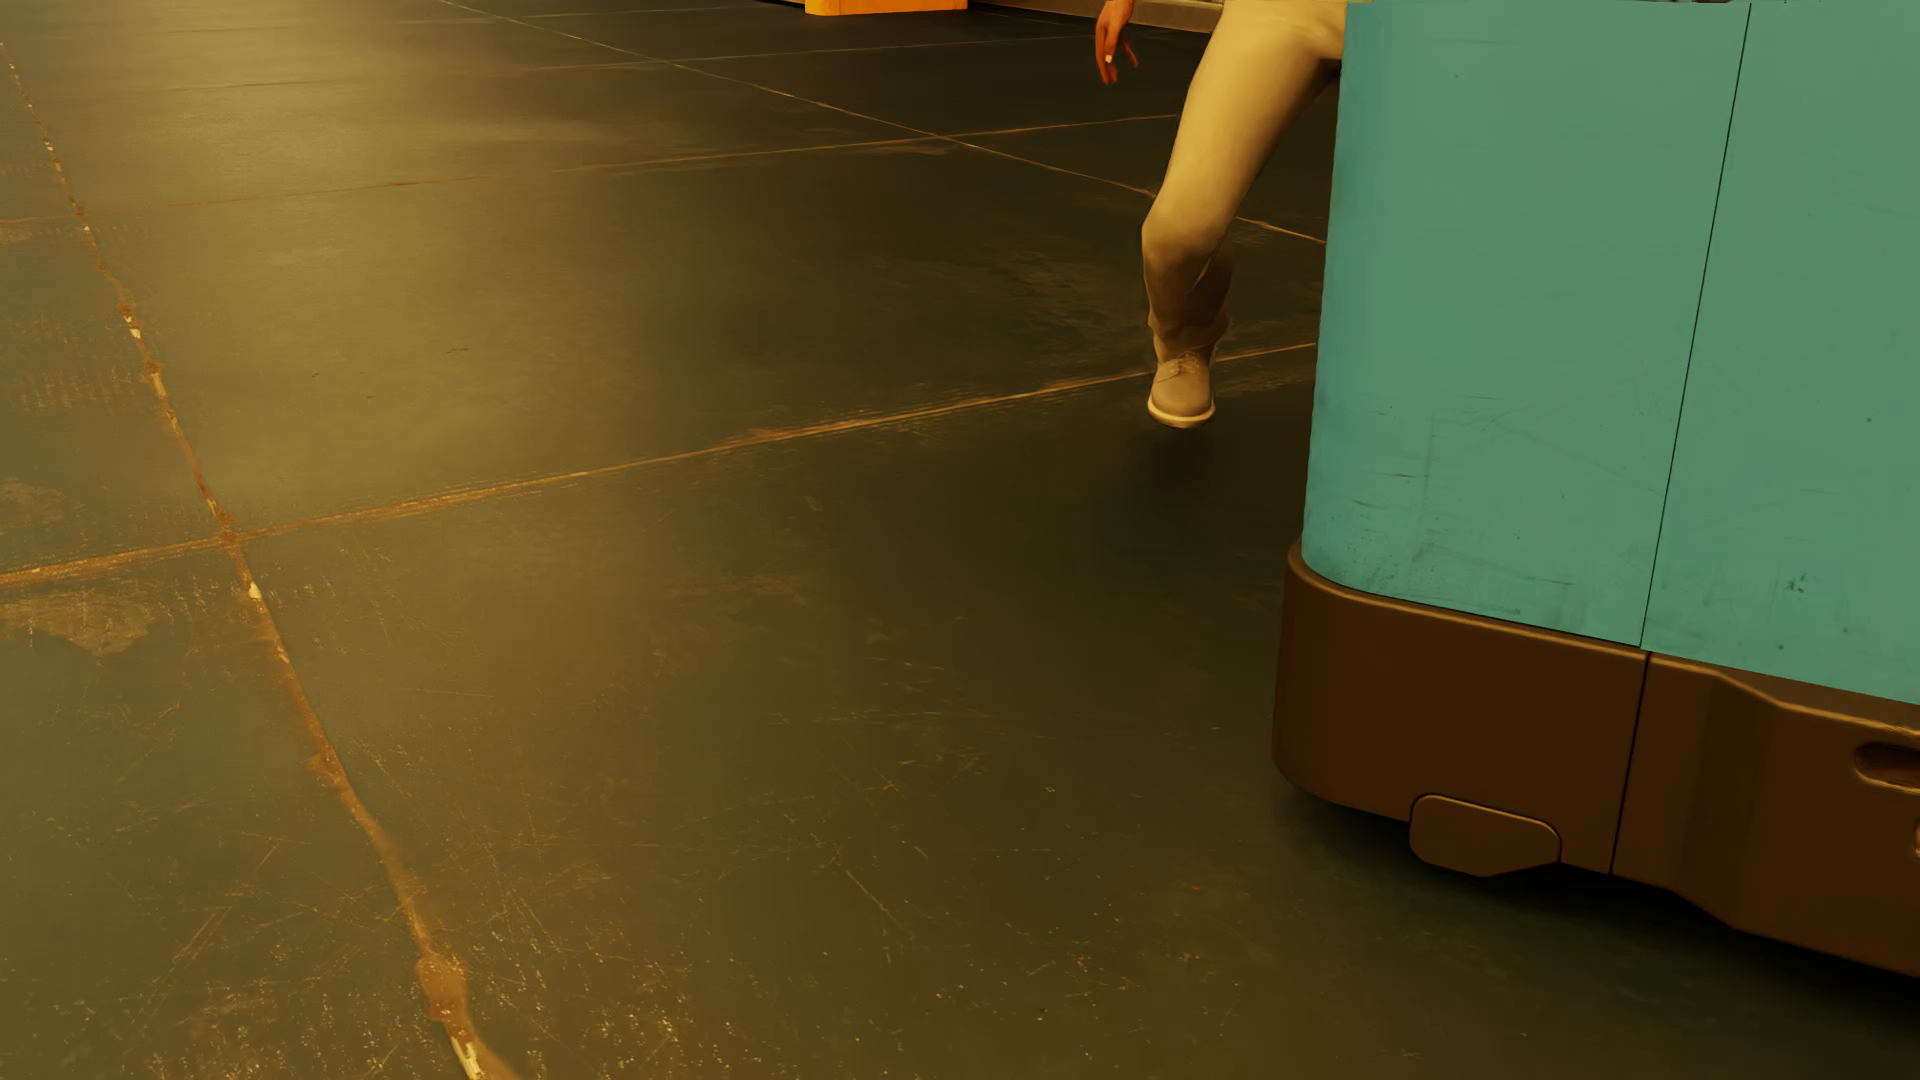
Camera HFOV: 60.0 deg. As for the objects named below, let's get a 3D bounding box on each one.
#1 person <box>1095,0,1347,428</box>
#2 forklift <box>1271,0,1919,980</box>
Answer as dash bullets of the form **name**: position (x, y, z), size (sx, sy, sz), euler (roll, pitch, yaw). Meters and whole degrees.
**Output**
- **person**: position (0.632, -0.854, 2.696), size (0.835, 1.566, 0.540), euler (4, 23, 10)
- **forklift**: position (1.887, -0.923, 1.022), size (3.031, 2.935, 1.130), euler (12, 25, 27)
